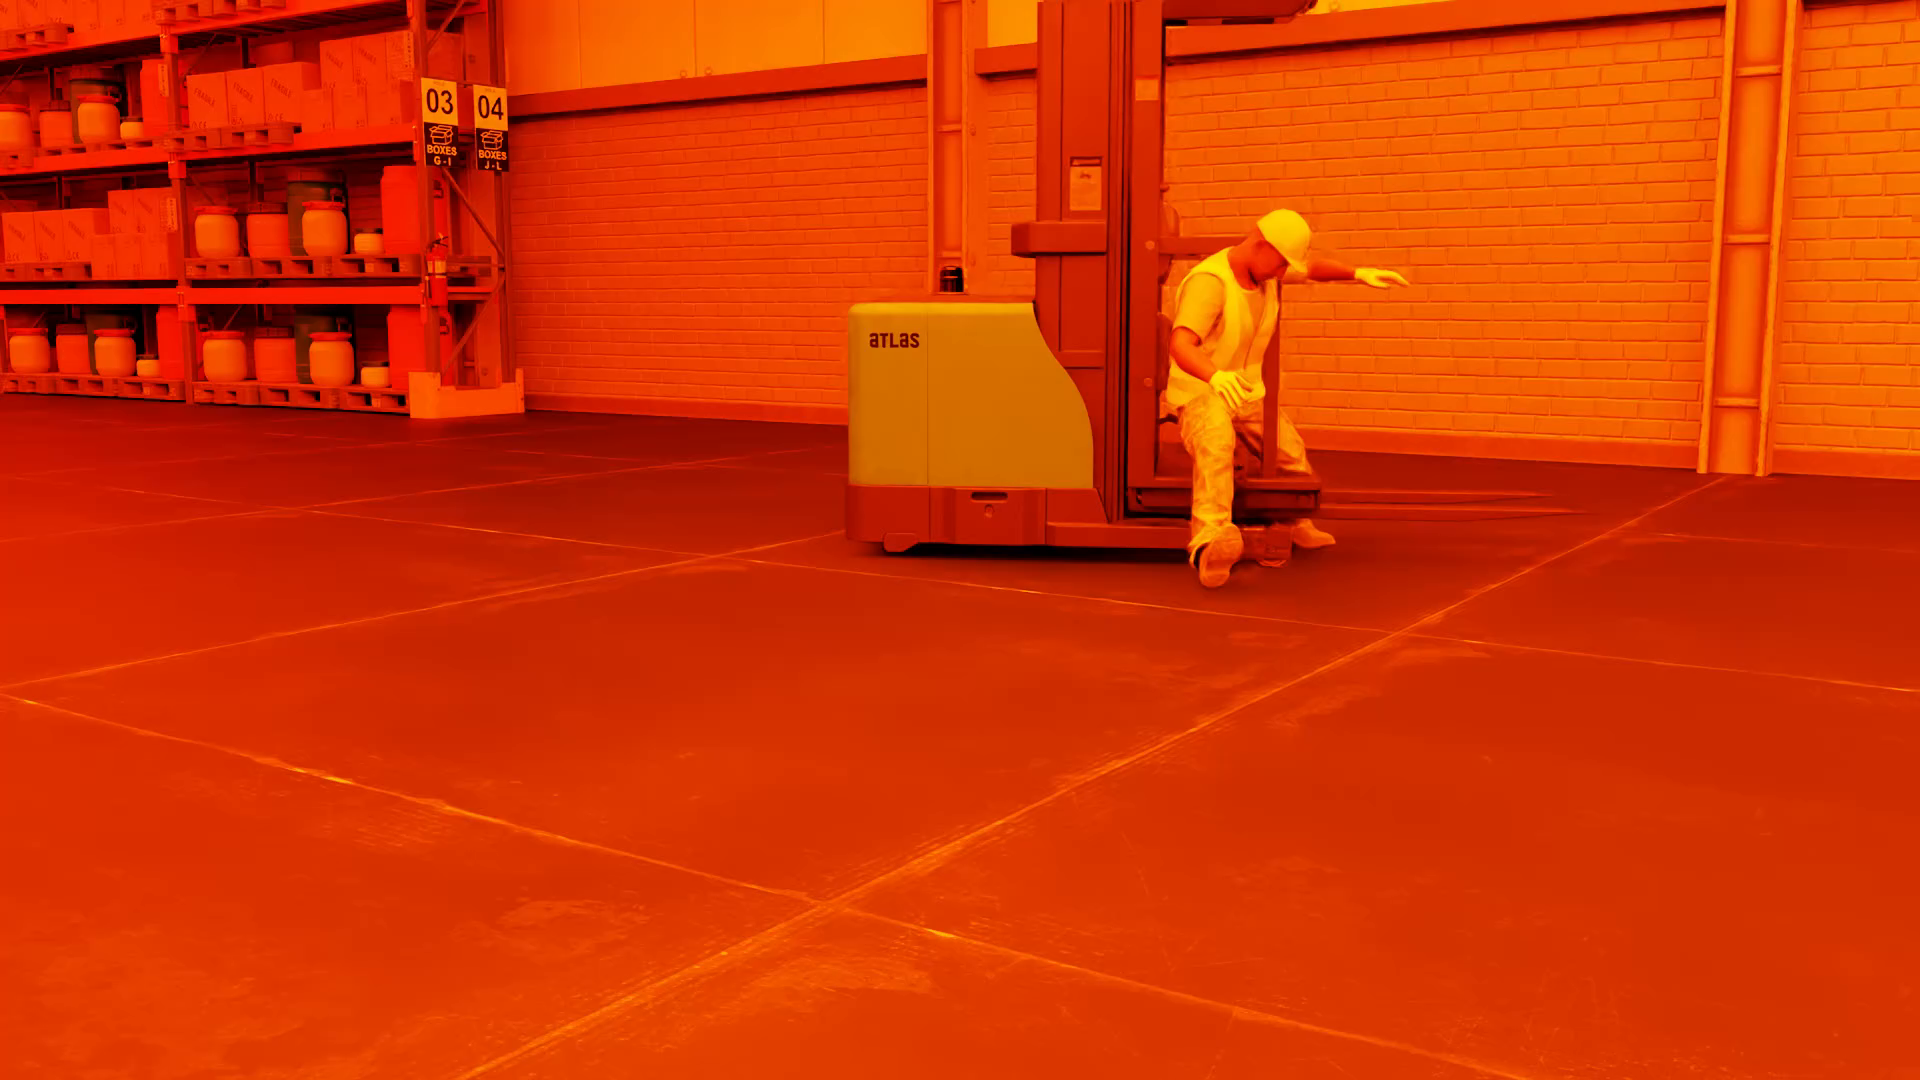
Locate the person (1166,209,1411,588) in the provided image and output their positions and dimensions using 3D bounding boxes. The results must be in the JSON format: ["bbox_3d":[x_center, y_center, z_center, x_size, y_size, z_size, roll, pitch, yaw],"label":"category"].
[{"bbox_3d":[1.214,-0.593,6.630,1.276,1.412,0.886,-6,10,-34],"label":"person"}]

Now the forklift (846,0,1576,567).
[{"bbox_3d":[1.070,-1.419,7.172,3.031,2.935,1.130,1,8,8],"label":"forklift"}]
